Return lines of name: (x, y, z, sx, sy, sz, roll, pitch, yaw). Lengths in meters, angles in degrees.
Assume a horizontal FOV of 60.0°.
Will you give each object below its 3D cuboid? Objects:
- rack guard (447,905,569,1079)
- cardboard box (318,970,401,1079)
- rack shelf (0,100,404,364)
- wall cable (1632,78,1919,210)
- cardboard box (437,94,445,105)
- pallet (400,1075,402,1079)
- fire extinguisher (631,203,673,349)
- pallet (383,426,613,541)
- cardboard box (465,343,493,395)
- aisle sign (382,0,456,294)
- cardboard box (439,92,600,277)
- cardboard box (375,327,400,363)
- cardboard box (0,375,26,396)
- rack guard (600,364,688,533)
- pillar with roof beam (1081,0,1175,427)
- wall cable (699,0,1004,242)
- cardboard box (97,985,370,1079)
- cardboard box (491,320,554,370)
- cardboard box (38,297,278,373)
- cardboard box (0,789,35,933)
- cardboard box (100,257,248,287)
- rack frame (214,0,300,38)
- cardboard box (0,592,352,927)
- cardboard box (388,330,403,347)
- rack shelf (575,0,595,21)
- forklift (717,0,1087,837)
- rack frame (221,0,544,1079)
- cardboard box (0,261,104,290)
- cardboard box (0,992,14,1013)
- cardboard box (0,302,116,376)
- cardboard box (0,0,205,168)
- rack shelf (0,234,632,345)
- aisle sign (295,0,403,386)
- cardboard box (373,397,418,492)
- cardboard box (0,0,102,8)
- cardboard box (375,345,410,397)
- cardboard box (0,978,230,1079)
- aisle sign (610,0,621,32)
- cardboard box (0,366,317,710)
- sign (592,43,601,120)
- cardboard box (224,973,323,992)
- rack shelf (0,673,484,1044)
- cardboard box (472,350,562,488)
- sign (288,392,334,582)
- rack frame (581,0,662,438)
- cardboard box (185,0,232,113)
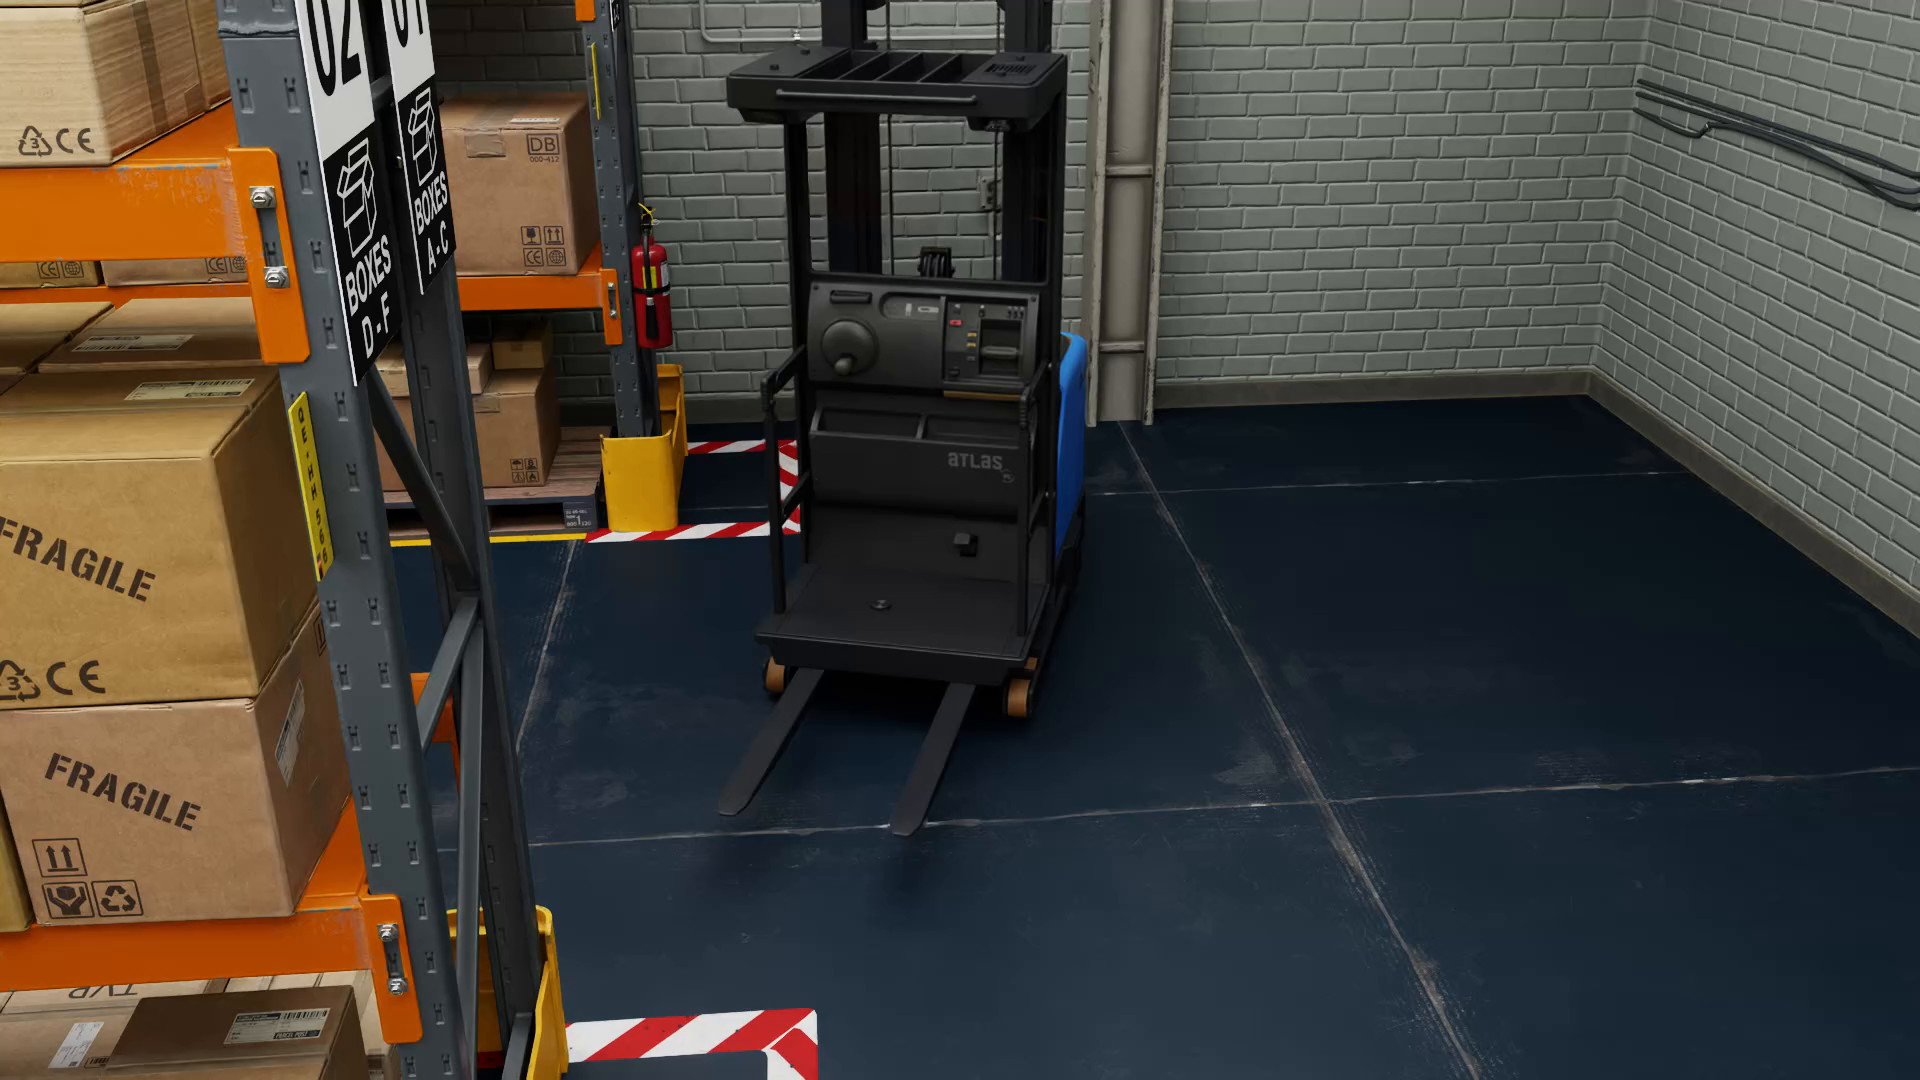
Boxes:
rack guard: (-1.260, 1.501, 4.258, 0.348, 0.500, 1.175, -2, 24, -5)
cardboard box: (-1.635, 1.335, 4.522, 0.250, 0.149, 0.380, -2, 24, -5)
rack shelf: (-3.175, -0.607, 3.115, 4.000, 0.370, 1.077, -2, 24, -5)
wall cable: (3.988, -3.051, 7.857, 0.112, 2.526, 3.097, -2, 24, -5)
cardboard box: (-2.905, -1.726, 8.070, 0.700, 0.700, 0.980, -2, 24, -6)
pallet: (-2.054, 1.665, 4.245, 1.213, 0.211, 1.003, -2, 24, -5)
fire extinguisher: (-1.480, -1.260, 7.947, 0.183, 0.674, 0.296, -2, 24, -5)
pallet: (-2.463, -0.309, 8.685, 1.213, 0.211, 1.003, -2, 24, -5)
cardboard box: (-2.472, -0.846, 8.221, 0.250, 0.149, 0.380, -3, 24, -6)
aisle sign: (-1.146, -0.954, 3.503, 0.004, 0.787, 0.394, -2, 24, -5)
cardboard box: (-2.182, -1.759, 8.146, 0.700, 0.700, 0.980, -1, 24, -3)
cardboard box: (-3.011, -0.980, 8.523, 0.250, 0.149, 0.380, -2, 24, -5)
cardboard box: (-2.103, 0.002, 3.198, 0.500, 0.500, 0.500, -2, 24, -4)
rack guard: (-1.652, -0.505, 8.772, 0.348, 0.500, 1.175, -2, 24, -5)
pillar with roof beam: (1.350, -3.105, 4.158, 0.400, 9.000, 9.100, -2, 24, -5)
wall cable: (-0.494, -2.544, 9.031, 1.851, 1.984, 0.084, -2, 24, -5)
cardboard box: (-1.702, 1.418, 3.903, 0.500, 0.500, 0.500, -2, 24, -5)
cardboard box: (-2.257, -1.010, 8.592, 0.250, 0.149, 0.380, -2, 24, -5)
cardboard box: (-1.652, -0.236, 3.734, 0.500, 0.500, 0.500, -2, 24, -4)
cardboard box: (-2.120, 0.460, 3.400, 0.500, 0.500, 0.500, -2, 24, -5)
cardboard box: (-3.665, -1.699, 8.010, 0.700, 0.700, 0.980, -3, 24, -8)
rack frame: (-1.185, -2.386, 2.539, 0.127, 3.000, 1.000, -2, 24, -5)
cardboard box: (-1.604, 0.438, 3.449, 0.500, 0.500, 0.500, -2, 24, -4)
cardboard box: (-2.762, -0.990, 8.545, 0.250, 0.149, 0.380, -2, 24, -5)
rack shelf: (-3.666, -2.609, 7.619, 4.000, 0.370, 1.077, -2, 24, -5)
forklift: (-0.190, -0.787, 6.411, 1.130, 2.935, 3.031, 5, 24, 11)
rack frame: (-1.185, 0.355, 3.757, 0.127, 3.000, 1.000, -2, 24, -5)
cardboard box: (-4.388, -1.666, 7.936, 0.700, 0.700, 0.980, -3, 24, -6)
cardboard box: (-2.749, 1.358, 4.346, 0.500, 0.250, 0.500, -2, 24, -5)
cardboard box: (-2.172, -0.212, 3.680, 0.500, 0.500, 0.500, -2, 24, -5)
cardboard box: (-1.670, -0.820, 2.893, 0.500, 0.250, 0.500, -2, 24, -5)
rack shelf: (-3.666, -1.238, 8.228, 4.000, 0.370, 1.077, -2, 24, -5)
aisle sign: (-1.087, -0.711, 2.957, 0.004, 0.787, 0.394, -2, 24, -5)
cardboard box: (-2.860, -0.608, 8.485, 0.500, 0.500, 0.700, -2, 24, -5)
cardboard box: (-1.671, -1.052, 2.799, 0.500, 0.250, 0.500, -2, 24, -5)
cardboard box: (-2.726, -0.835, 8.198, 0.250, 0.149, 0.380, -2, 24, -4)
cardboard box: (-2.251, 1.338, 4.391, 0.500, 0.250, 0.500, -2, 24, -5)
aisle sign: (-1.574, -2.716, 7.467, 0.004, 0.787, 0.394, -2, 24, -5)
cardboard box: (-1.601, -0.018, 3.244, 0.500, 0.500, 0.500, -3, 24, -6)
sign: (-1.636, -2.064, 7.484, 0.005, 0.325, 0.100, -2, 24, -5)
cardboard box: (-1.884, 1.337, 4.496, 0.250, 0.166, 0.380, -2, 24, -5)
rack shelf: (-3.175, 0.764, 3.724, 4.000, 0.370, 1.077, -2, 24, -5)
cardboard box: (-2.362, -0.628, 8.530, 0.500, 0.500, 0.700, -2, 24, -5)
sign: (-1.150, -0.093, 2.952, 0.005, 0.325, 0.100, -2, 24, -5)
rack frame: (-1.675, -1.647, 8.262, 0.127, 3.000, 1.000, -2, 24, -5)
cardboard box: (-1.721, -1.029, 3.364, 0.500, 0.250, 0.500, -2, 24, -5)
